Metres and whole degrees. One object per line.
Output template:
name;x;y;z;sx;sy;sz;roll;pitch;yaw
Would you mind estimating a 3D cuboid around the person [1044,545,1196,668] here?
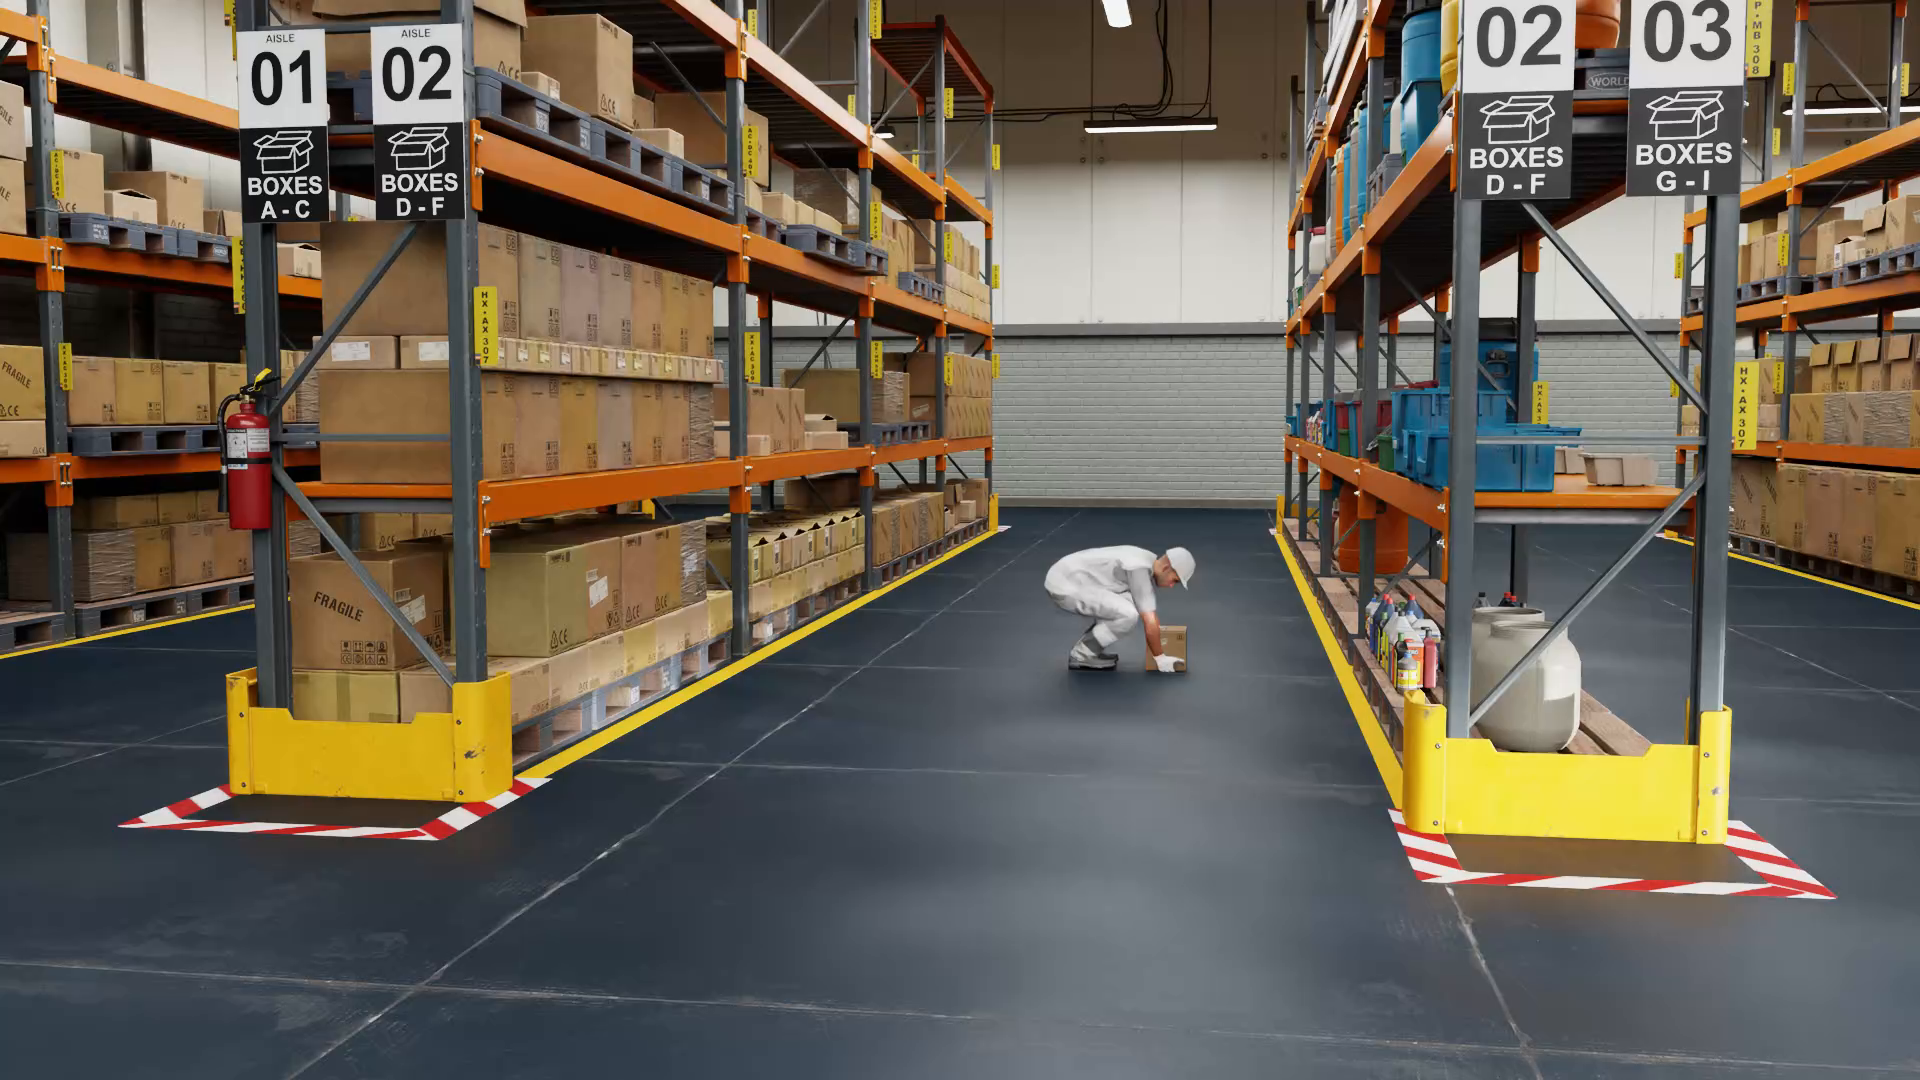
person;1.013;0.421;10.578;0.958;0.776;0.523;1;4;7
